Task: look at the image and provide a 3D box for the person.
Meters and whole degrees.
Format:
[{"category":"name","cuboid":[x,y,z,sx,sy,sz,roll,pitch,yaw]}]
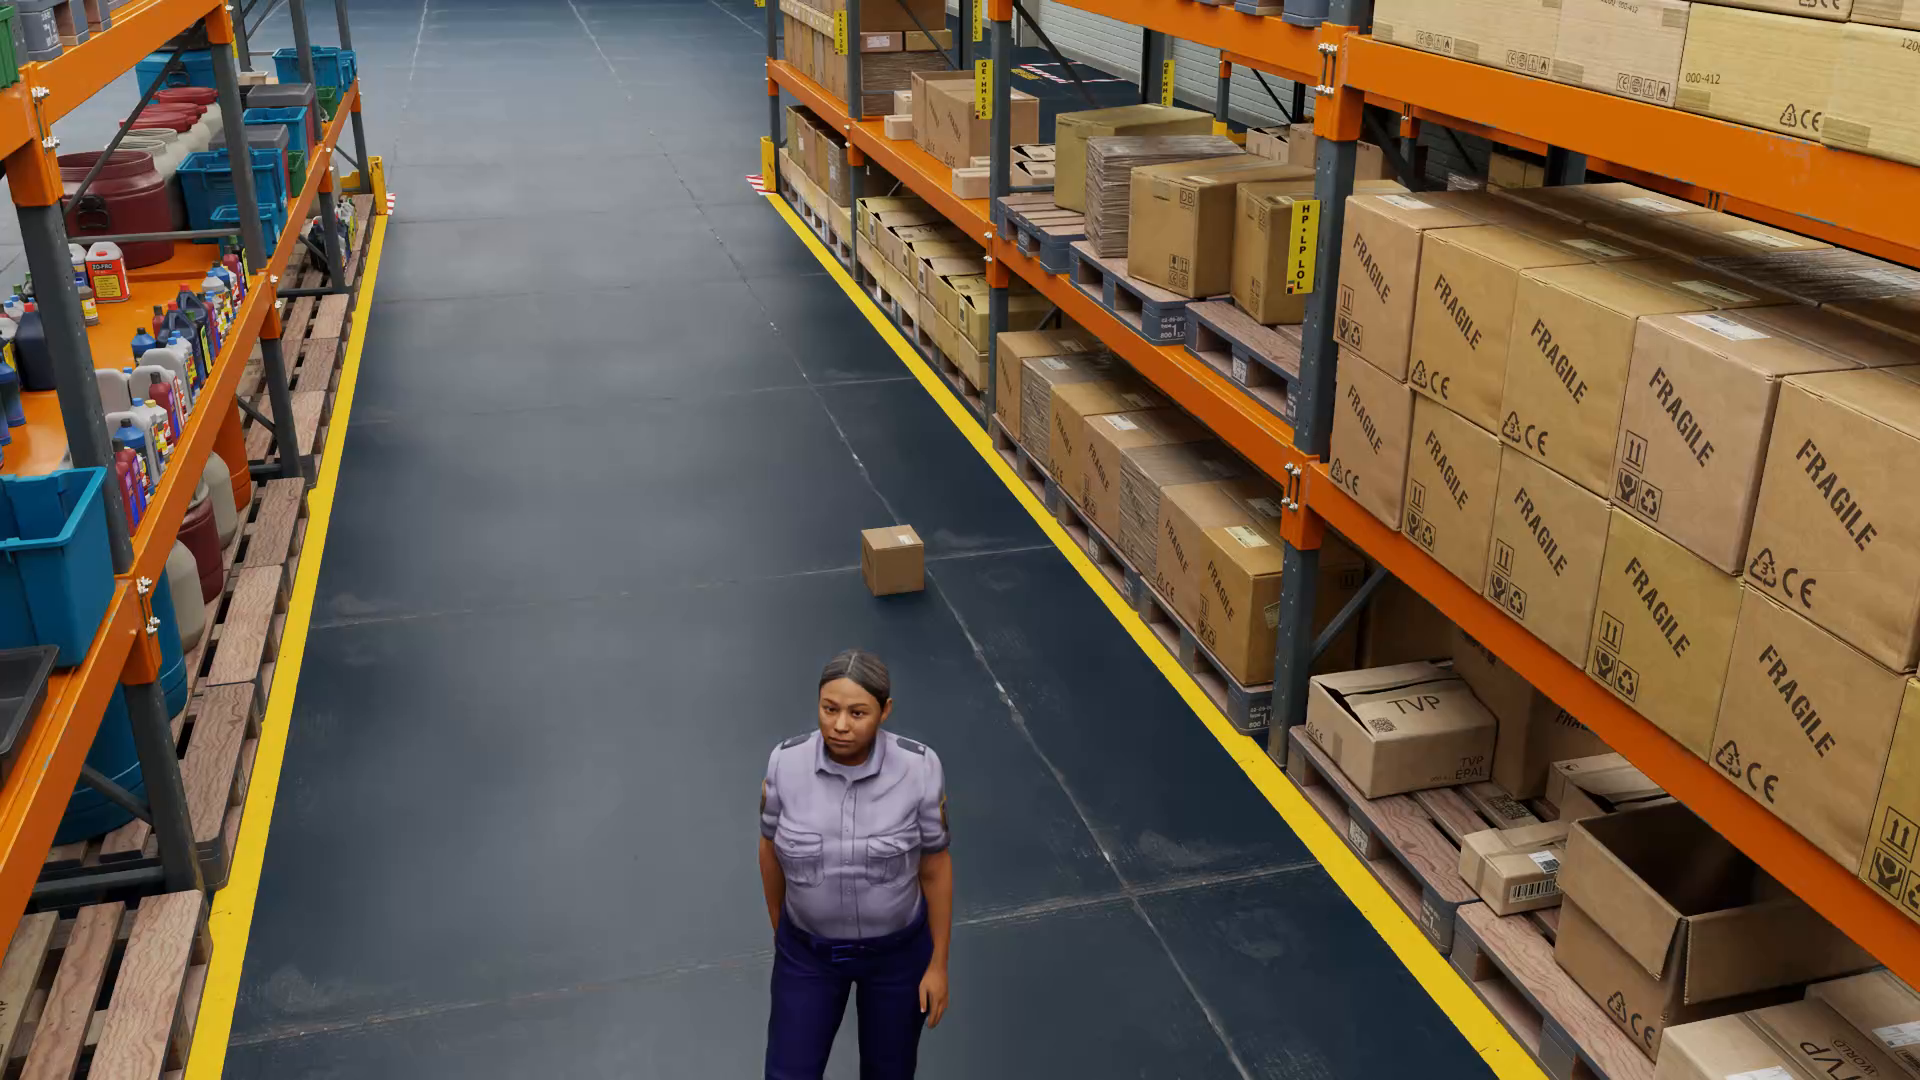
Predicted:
[{"category":"person","cuboid":[-0.261,1.057,4.107,0.486,1.667,0.443,1,23,2]}]
